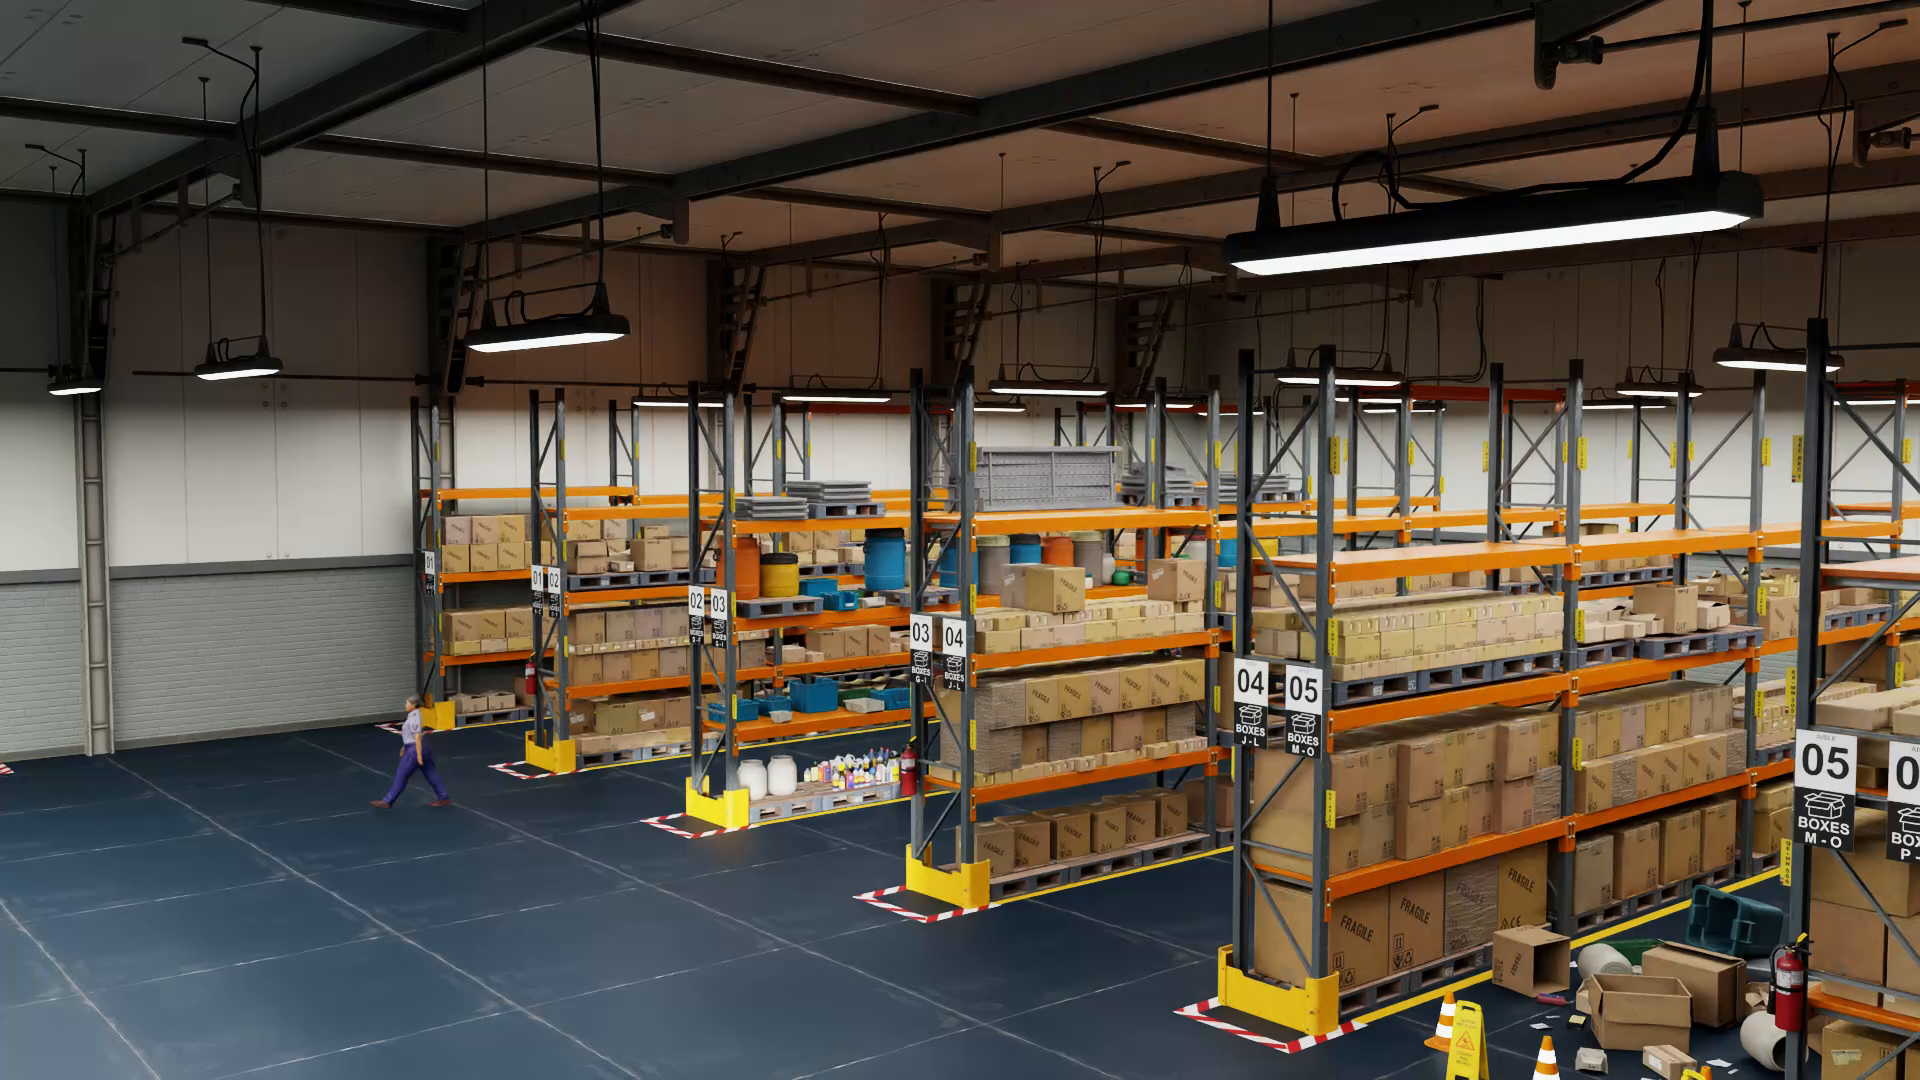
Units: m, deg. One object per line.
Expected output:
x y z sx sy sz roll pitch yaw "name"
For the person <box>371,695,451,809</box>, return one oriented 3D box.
-7.708 2.972 23.360 1.023 1.594 0.530 0 3 2 "person"
